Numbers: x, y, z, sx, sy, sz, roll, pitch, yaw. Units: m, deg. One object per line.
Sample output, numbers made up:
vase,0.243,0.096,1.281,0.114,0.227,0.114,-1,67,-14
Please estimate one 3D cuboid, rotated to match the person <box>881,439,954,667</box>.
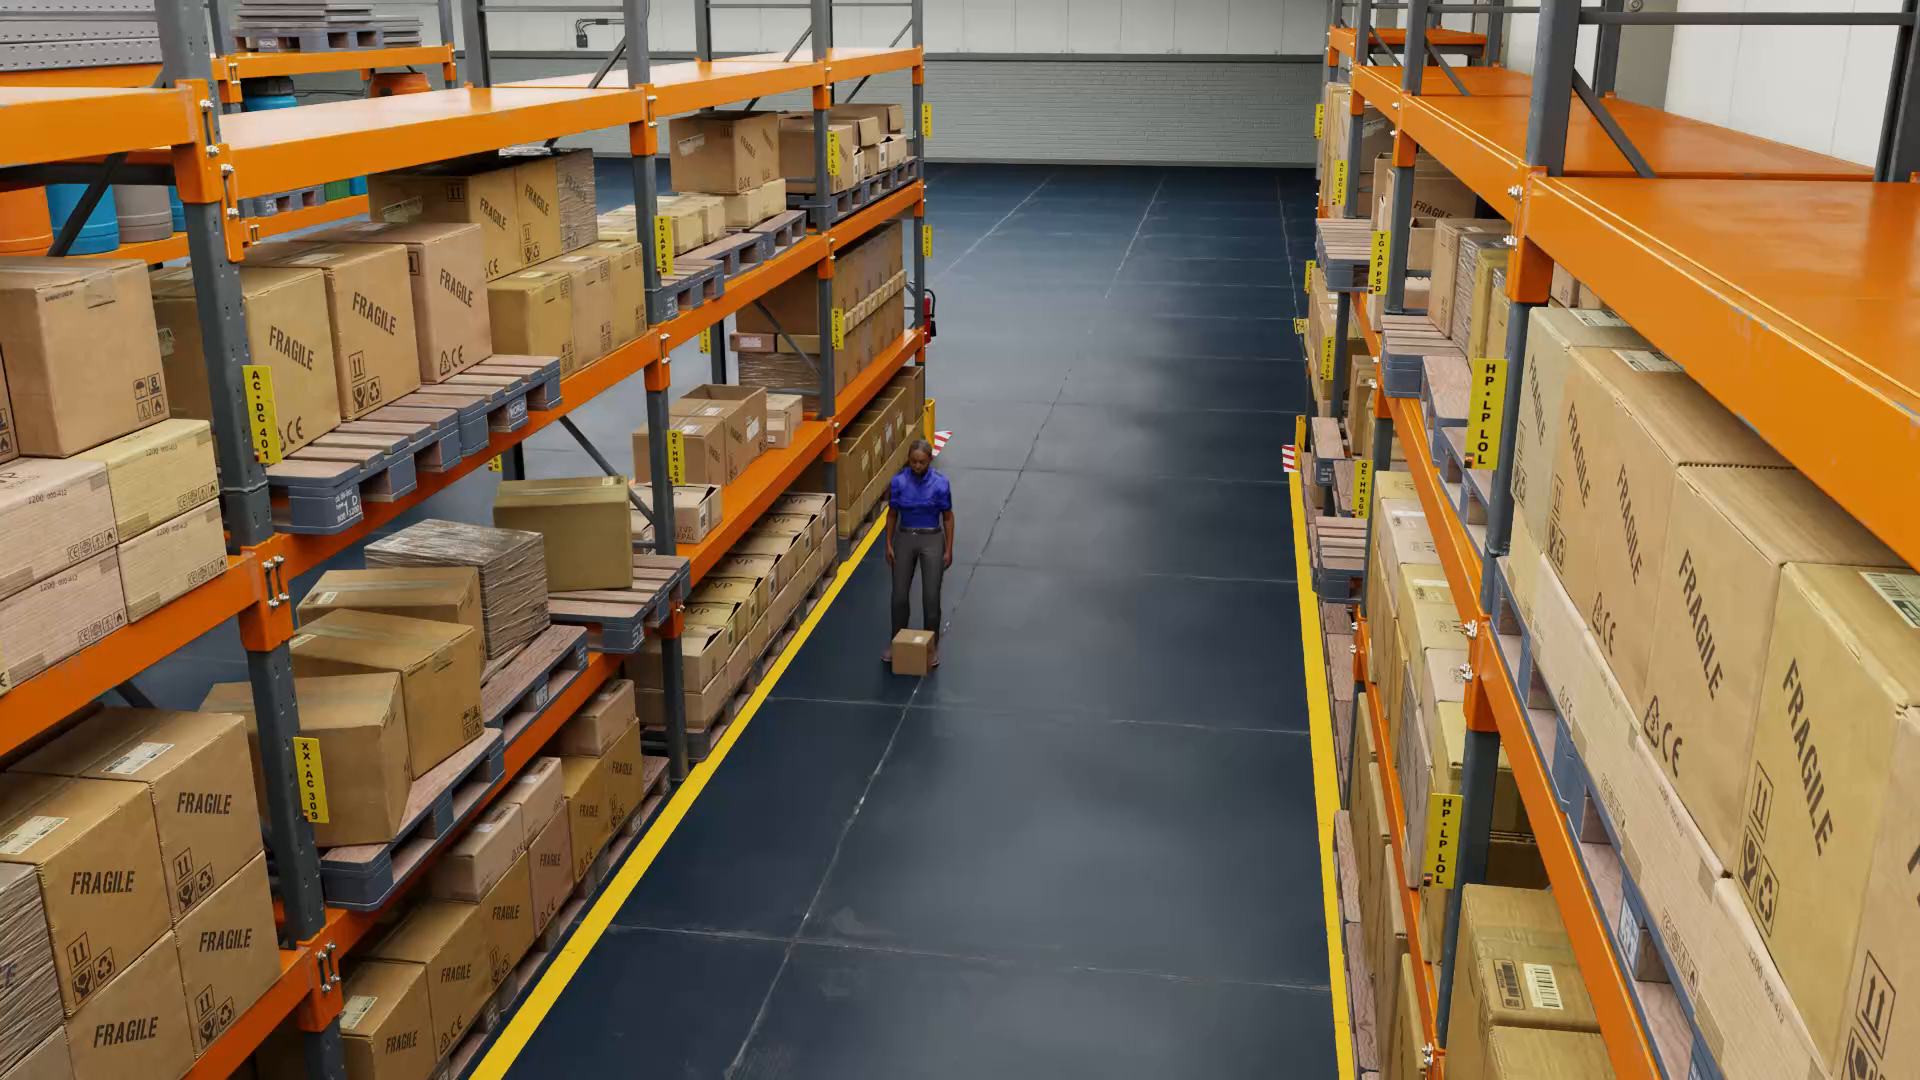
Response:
person,-0.304,0.072,11.845,0.514,1.653,0.402,2,18,7
